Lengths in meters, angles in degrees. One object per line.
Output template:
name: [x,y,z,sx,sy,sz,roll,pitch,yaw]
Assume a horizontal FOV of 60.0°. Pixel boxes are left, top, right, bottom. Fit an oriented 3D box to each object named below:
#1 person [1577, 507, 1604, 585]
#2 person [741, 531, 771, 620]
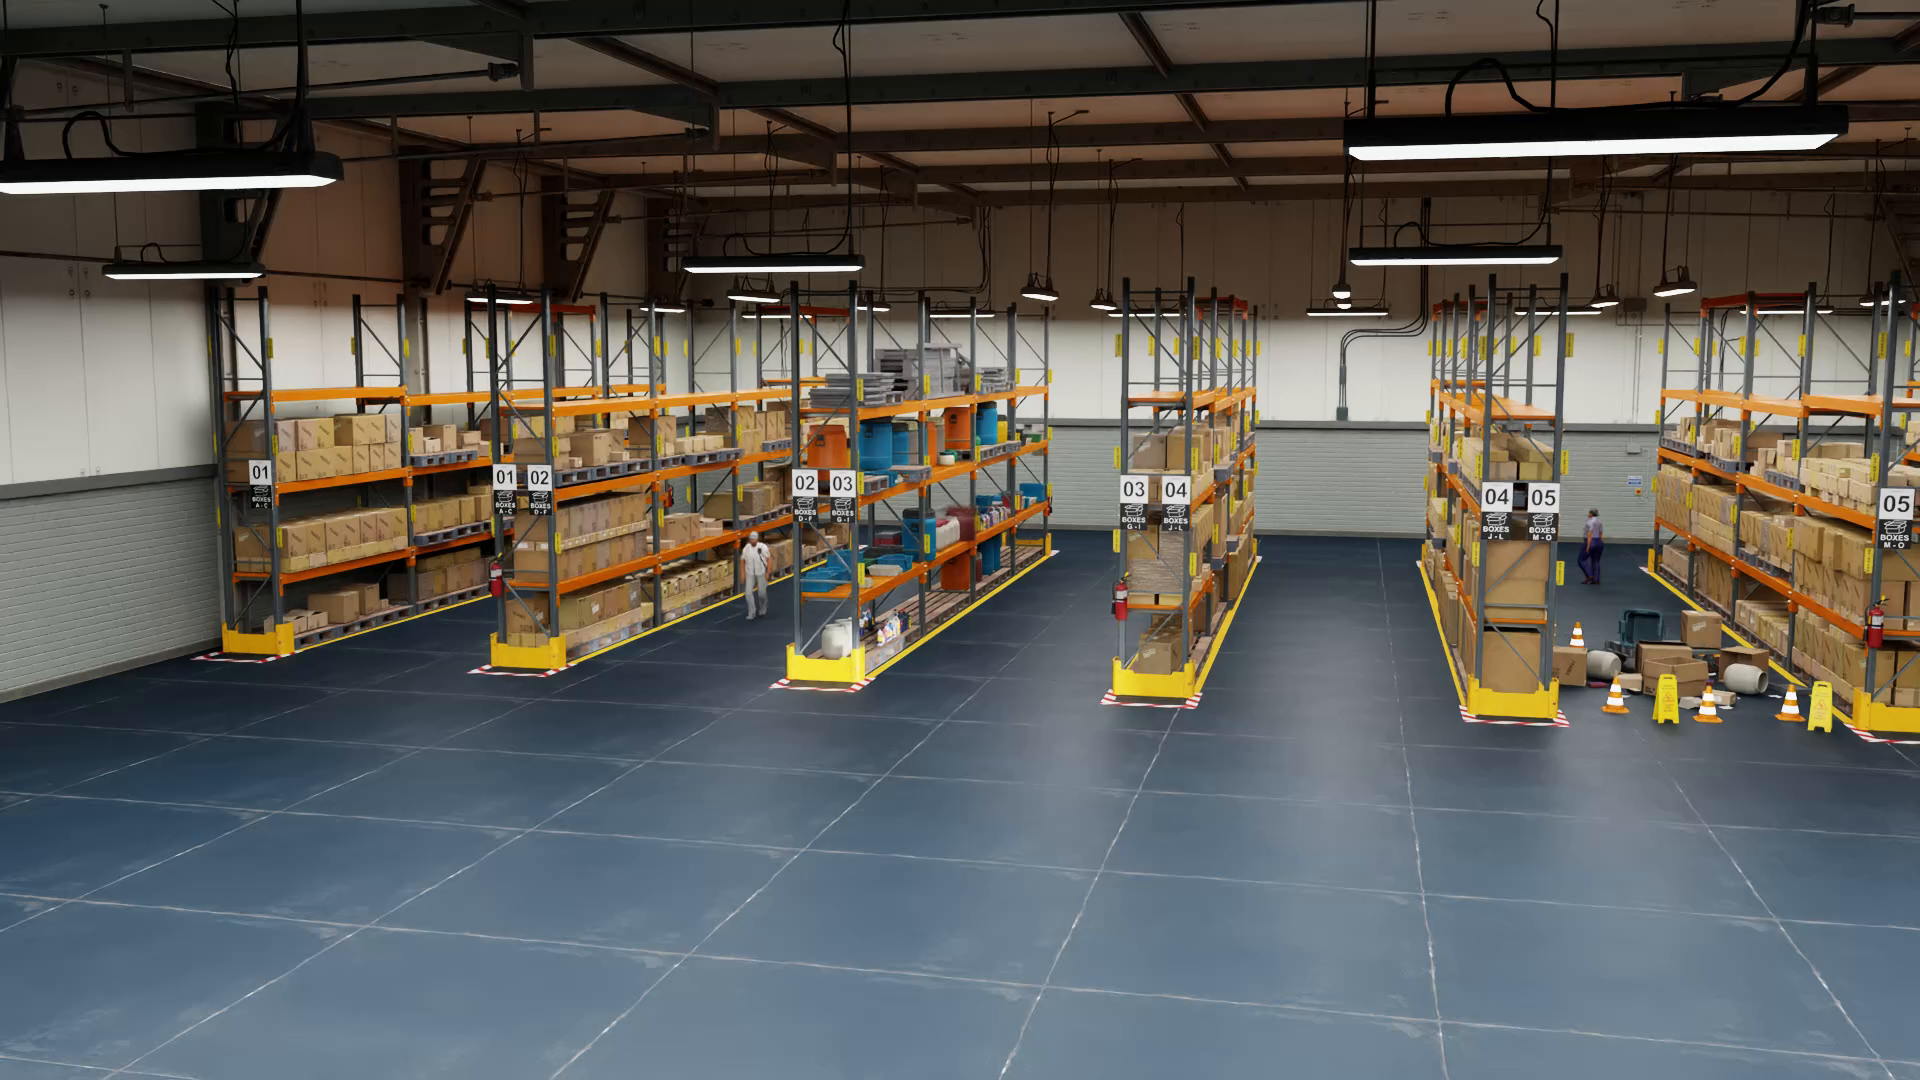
person: [13.435,0.132,35.309,0.527,1.641,0.436,-3,7,-24]
person: [-3.801,0.640,31.029,0.571,1.647,0.592,1,7,8]
